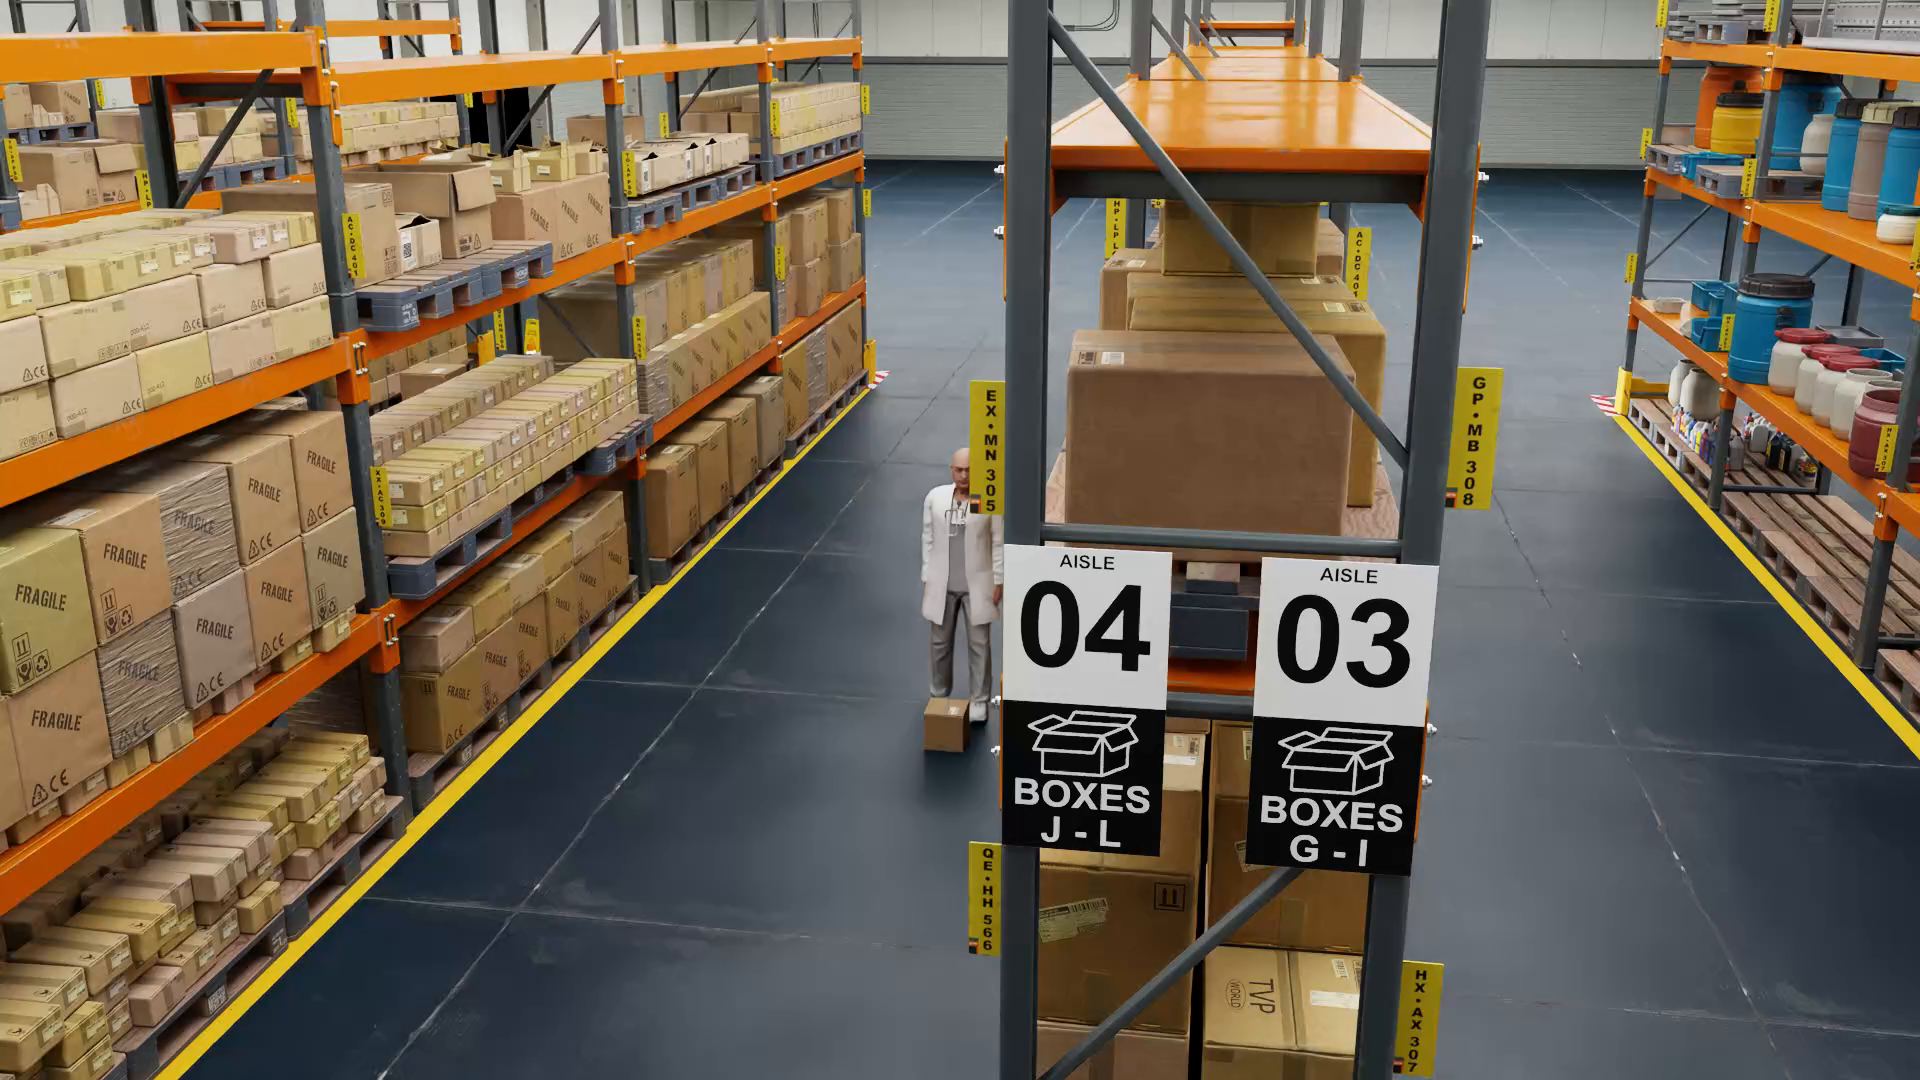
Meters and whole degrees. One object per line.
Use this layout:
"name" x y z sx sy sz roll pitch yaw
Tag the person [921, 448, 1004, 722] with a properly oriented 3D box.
"person" 0.024 0.299 10.689 0.563 1.807 0.424 3 18 10
